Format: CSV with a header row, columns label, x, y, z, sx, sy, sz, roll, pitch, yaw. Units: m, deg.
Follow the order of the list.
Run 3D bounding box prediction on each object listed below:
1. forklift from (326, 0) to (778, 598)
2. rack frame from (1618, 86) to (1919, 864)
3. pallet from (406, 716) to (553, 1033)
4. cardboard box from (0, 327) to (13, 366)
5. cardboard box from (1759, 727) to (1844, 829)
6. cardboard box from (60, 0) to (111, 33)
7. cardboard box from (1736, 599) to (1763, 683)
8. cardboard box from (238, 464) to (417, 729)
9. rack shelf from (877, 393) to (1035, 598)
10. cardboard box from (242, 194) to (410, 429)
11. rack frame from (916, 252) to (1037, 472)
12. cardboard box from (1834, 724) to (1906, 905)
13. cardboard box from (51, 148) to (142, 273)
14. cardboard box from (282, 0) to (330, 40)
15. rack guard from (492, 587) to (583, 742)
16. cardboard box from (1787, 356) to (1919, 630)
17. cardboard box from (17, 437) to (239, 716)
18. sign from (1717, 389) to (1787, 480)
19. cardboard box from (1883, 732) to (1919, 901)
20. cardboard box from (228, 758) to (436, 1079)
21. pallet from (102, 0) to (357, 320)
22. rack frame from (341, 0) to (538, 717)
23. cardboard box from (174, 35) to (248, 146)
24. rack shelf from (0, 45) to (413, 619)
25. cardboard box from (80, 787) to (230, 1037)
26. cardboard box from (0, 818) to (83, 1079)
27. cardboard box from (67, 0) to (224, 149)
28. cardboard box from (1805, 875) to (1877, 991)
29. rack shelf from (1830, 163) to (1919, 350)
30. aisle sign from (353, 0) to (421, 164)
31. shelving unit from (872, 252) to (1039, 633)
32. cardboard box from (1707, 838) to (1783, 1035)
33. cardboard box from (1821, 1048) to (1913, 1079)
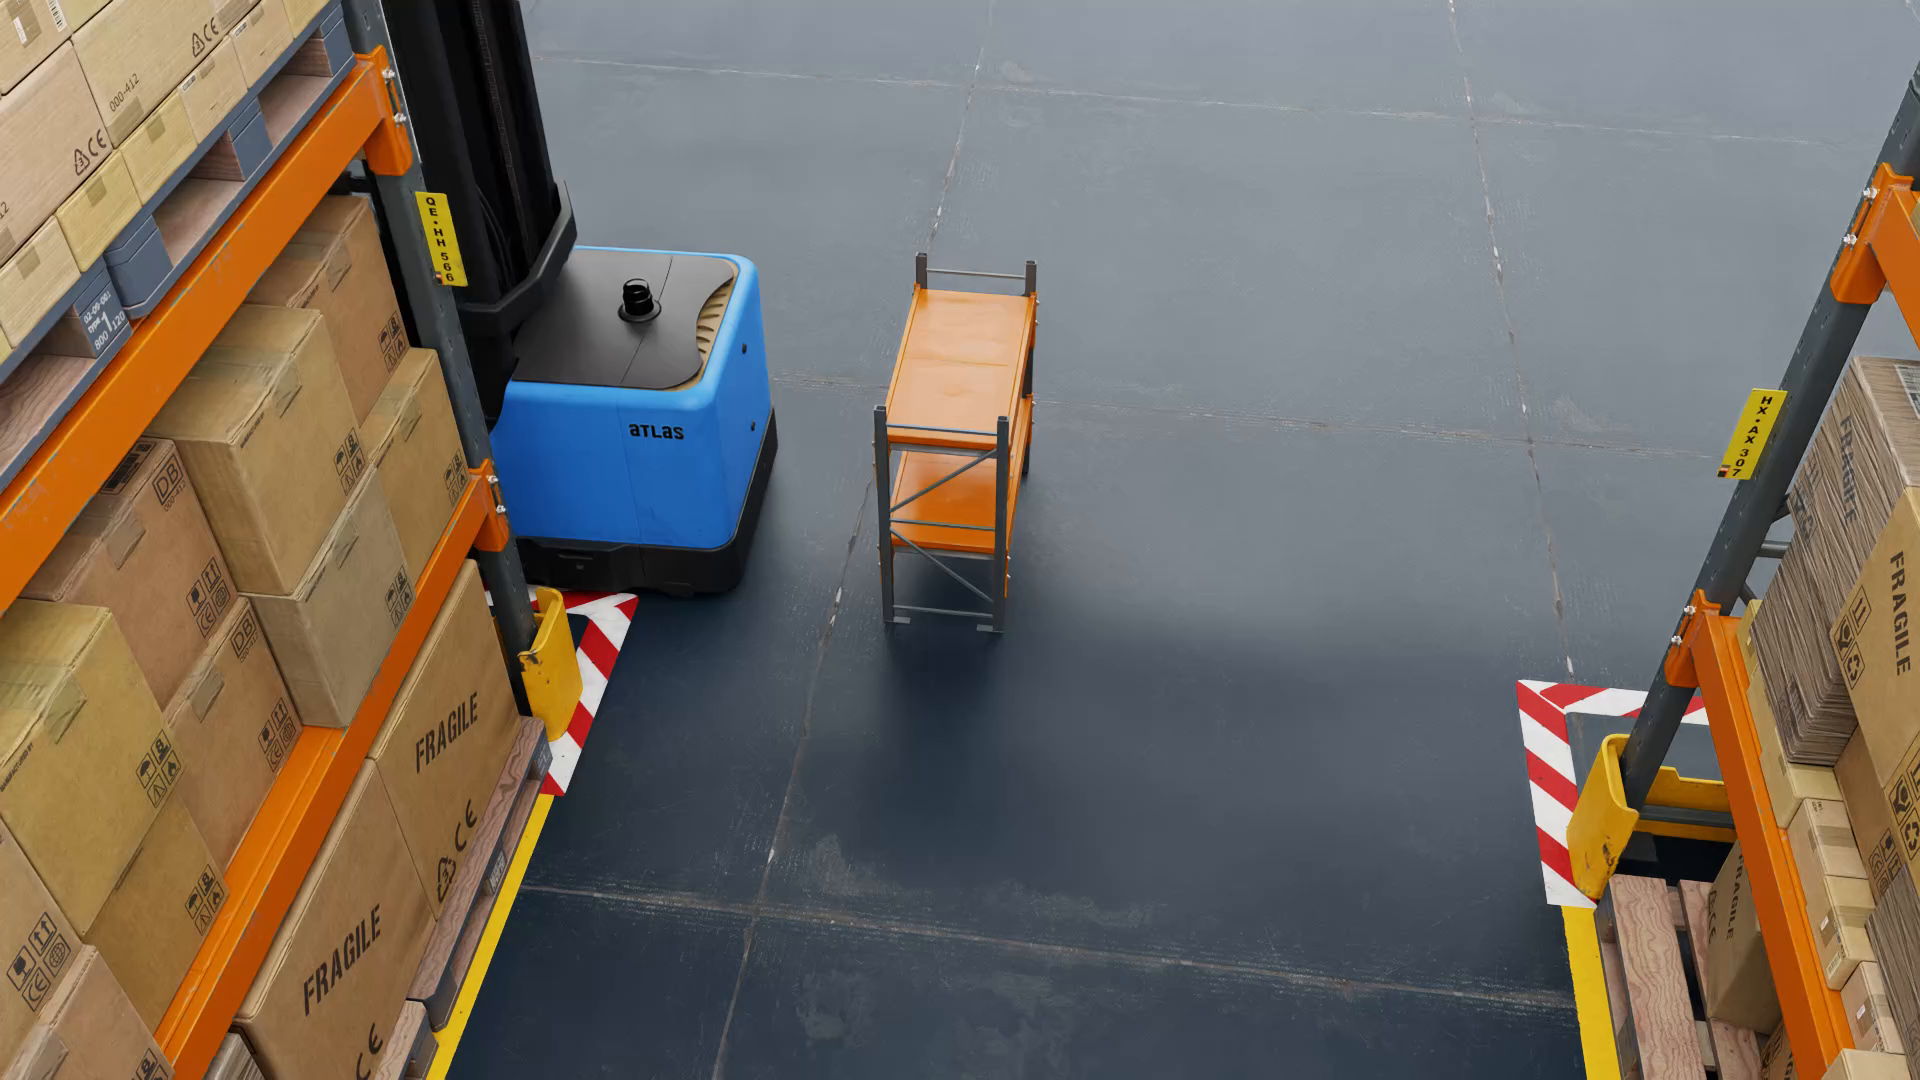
label,x,y,z,sx,sy,sz,roll,pitch,yaw
forklift,-2.382,-1.251,6.439,3.031,2.935,1.130,4,44,4
rack frame,2.804,0.064,5.001,1.000,3.000,0.127,5,44,6
pallet,-2.128,1.109,5.925,1.003,0.211,1.213,5,44,6
cardboard box,-2.010,-0.346,3.056,0.380,0.149,0.250,6,44,6
cardboard box,2.430,0.665,4.548,0.380,0.149,0.250,5,44,6
cardboard box,-1.909,-1.150,3.326,0.380,0.149,0.250,6,44,6
cardboard box,2.530,0.328,4.905,0.380,0.149,0.250,5,44,6
cardboard box,-2.155,0.124,4.829,0.875,0.550,0.550,5,44,6
rack shelf,-0.001,-0.226,7.026,0.538,0.278,1.000,5,44,6
cardboard box,-2.187,-0.653,4.863,0.875,0.550,0.550,5,44,6
rack frame,0.066,-0.750,7.224,0.500,1.125,0.032,5,44,6
cardboard box,2.757,0.644,4.099,0.875,0.500,0.500,5,44,6
cardboard box,-1.942,-0.691,3.421,0.380,0.149,0.250,5,44,5
cardboard box,-1.807,-1.385,4.154,0.380,0.149,0.250,5,44,5
rack guard,-2.096,0.436,6.426,1.175,0.500,0.348,5,44,6
cardboard box,2.461,-0.093,4.151,0.500,0.500,0.500,5,44,6
cardboard box,-2.377,0.100,4.069,0.875,0.550,0.550,5,44,6
sign,2.266,-0.300,4.755,0.100,0.325,0.005,5,44,6
cardboard box,2.323,0.588,3.431,0.500,0.500,0.500,5,44,6
cardboard box,-2.238,1.231,5.008,0.875,0.875,0.875,5,44,5
pallet,-2.187,-1.006,4.014,1.003,0.211,1.213,5,44,6
rack frame,-2.099,-0.456,5.550,1.000,3.000,0.127,5,44,6
cardboard box,-1.875,-1.038,3.788,0.380,0.149,0.250,6,44,6
rack shelf,-2.364,0.079,3.326,1.077,0.370,4.000,5,44,6
cardboard box,-2.382,0.859,4.052,0.875,0.550,0.500,5,44,6
cardboard box,-2.380,0.835,3.293,0.875,0.550,0.550,5,44,6
cardboard box,-1.954,-1.087,3.550,0.500,0.250,0.500,5,44,6
cardboard box,2.377,1.007,4.187,0.380,0.149,0.250,5,44,6
rack shelf,2.539,0.599,2.777,1.077,0.370,4.000,5,44,6
aisle sign,-1.793,-1.421,4.678,0.394,0.787,0.004,5,44,6
shelving unit,-0.001,-0.404,6.858,0.538,1.125,1.048,5,44,6
cardboard box,2.705,1.243,5.268,0.500,0.500,0.500,13,45,13
cardboard box,2.235,1.341,3.835,0.380,0.149,0.250,5,44,6
